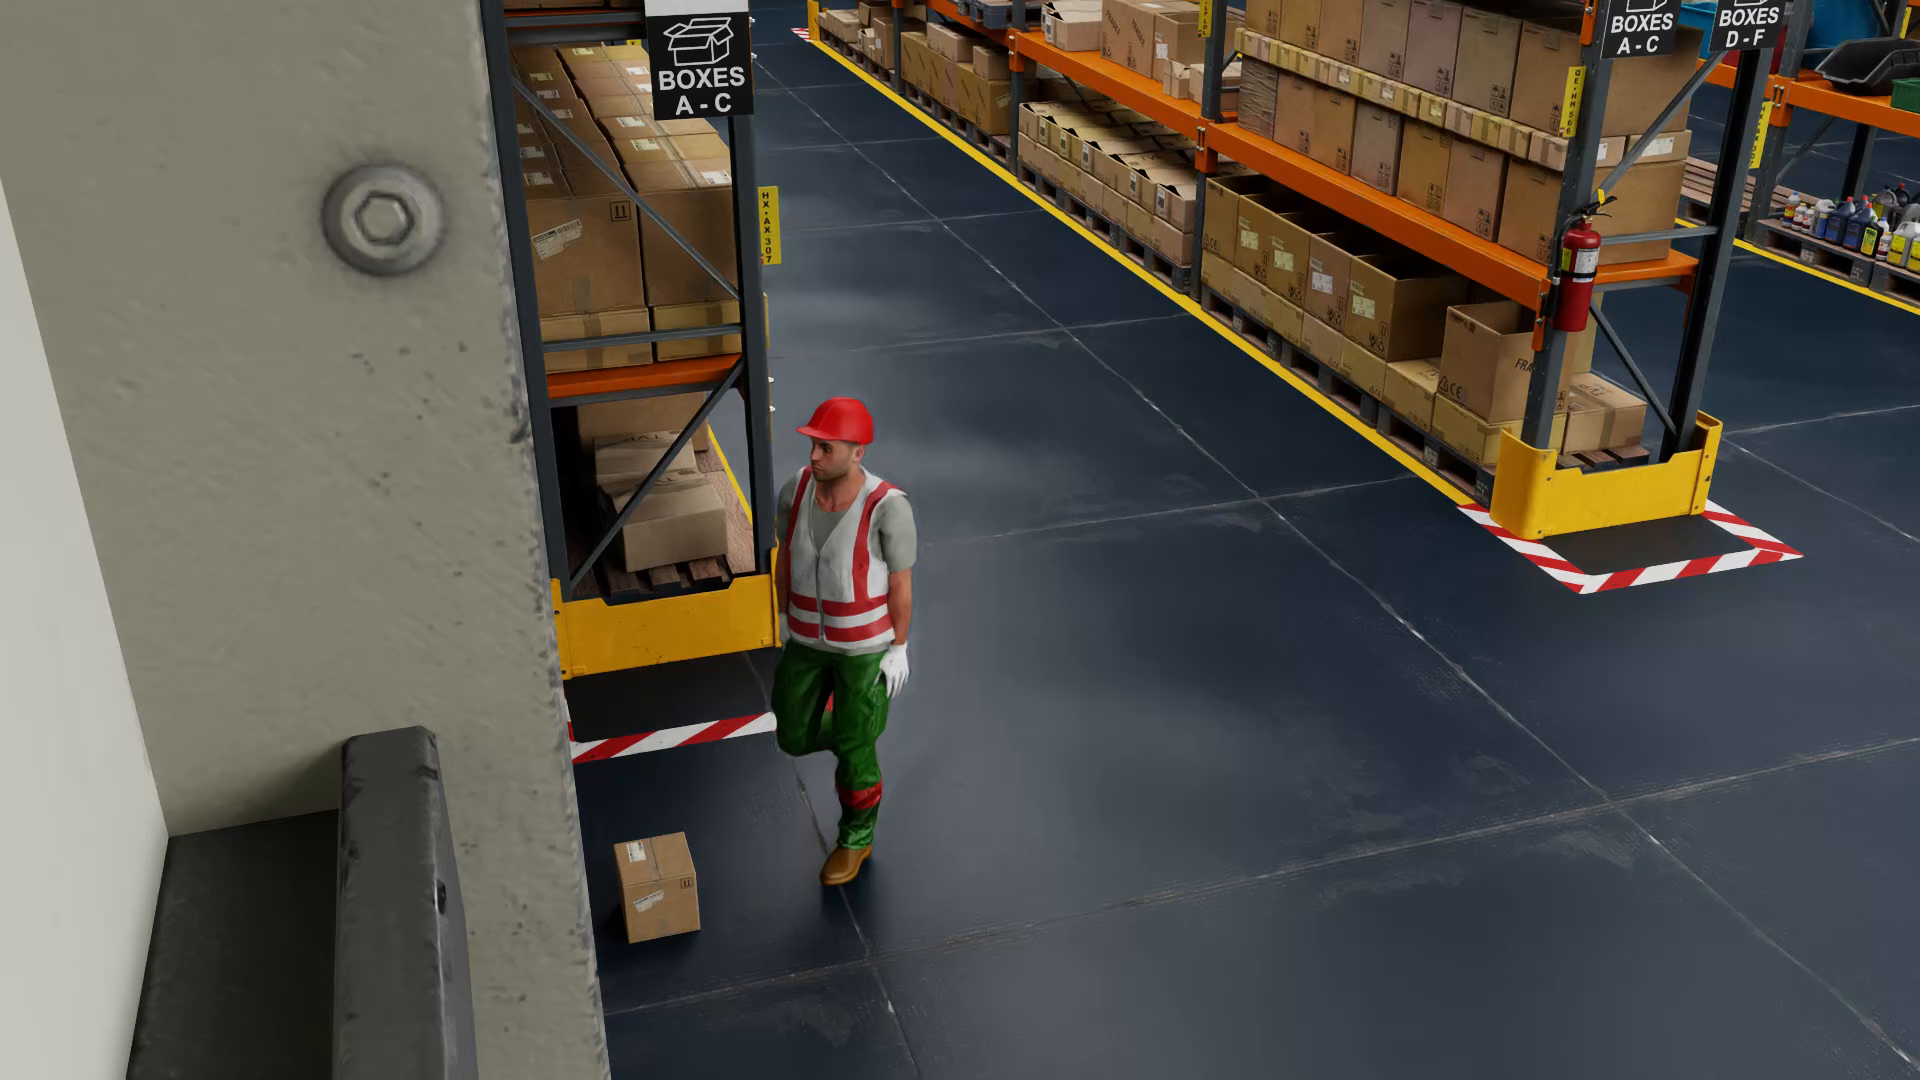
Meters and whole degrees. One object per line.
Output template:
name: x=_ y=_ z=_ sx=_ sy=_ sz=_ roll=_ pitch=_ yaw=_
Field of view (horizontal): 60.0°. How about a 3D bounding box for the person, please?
person: x=-0.409 y=0.328 z=5.891 sx=0.542 sy=1.779 sz=0.650 roll=11 pitch=28 yaw=21
